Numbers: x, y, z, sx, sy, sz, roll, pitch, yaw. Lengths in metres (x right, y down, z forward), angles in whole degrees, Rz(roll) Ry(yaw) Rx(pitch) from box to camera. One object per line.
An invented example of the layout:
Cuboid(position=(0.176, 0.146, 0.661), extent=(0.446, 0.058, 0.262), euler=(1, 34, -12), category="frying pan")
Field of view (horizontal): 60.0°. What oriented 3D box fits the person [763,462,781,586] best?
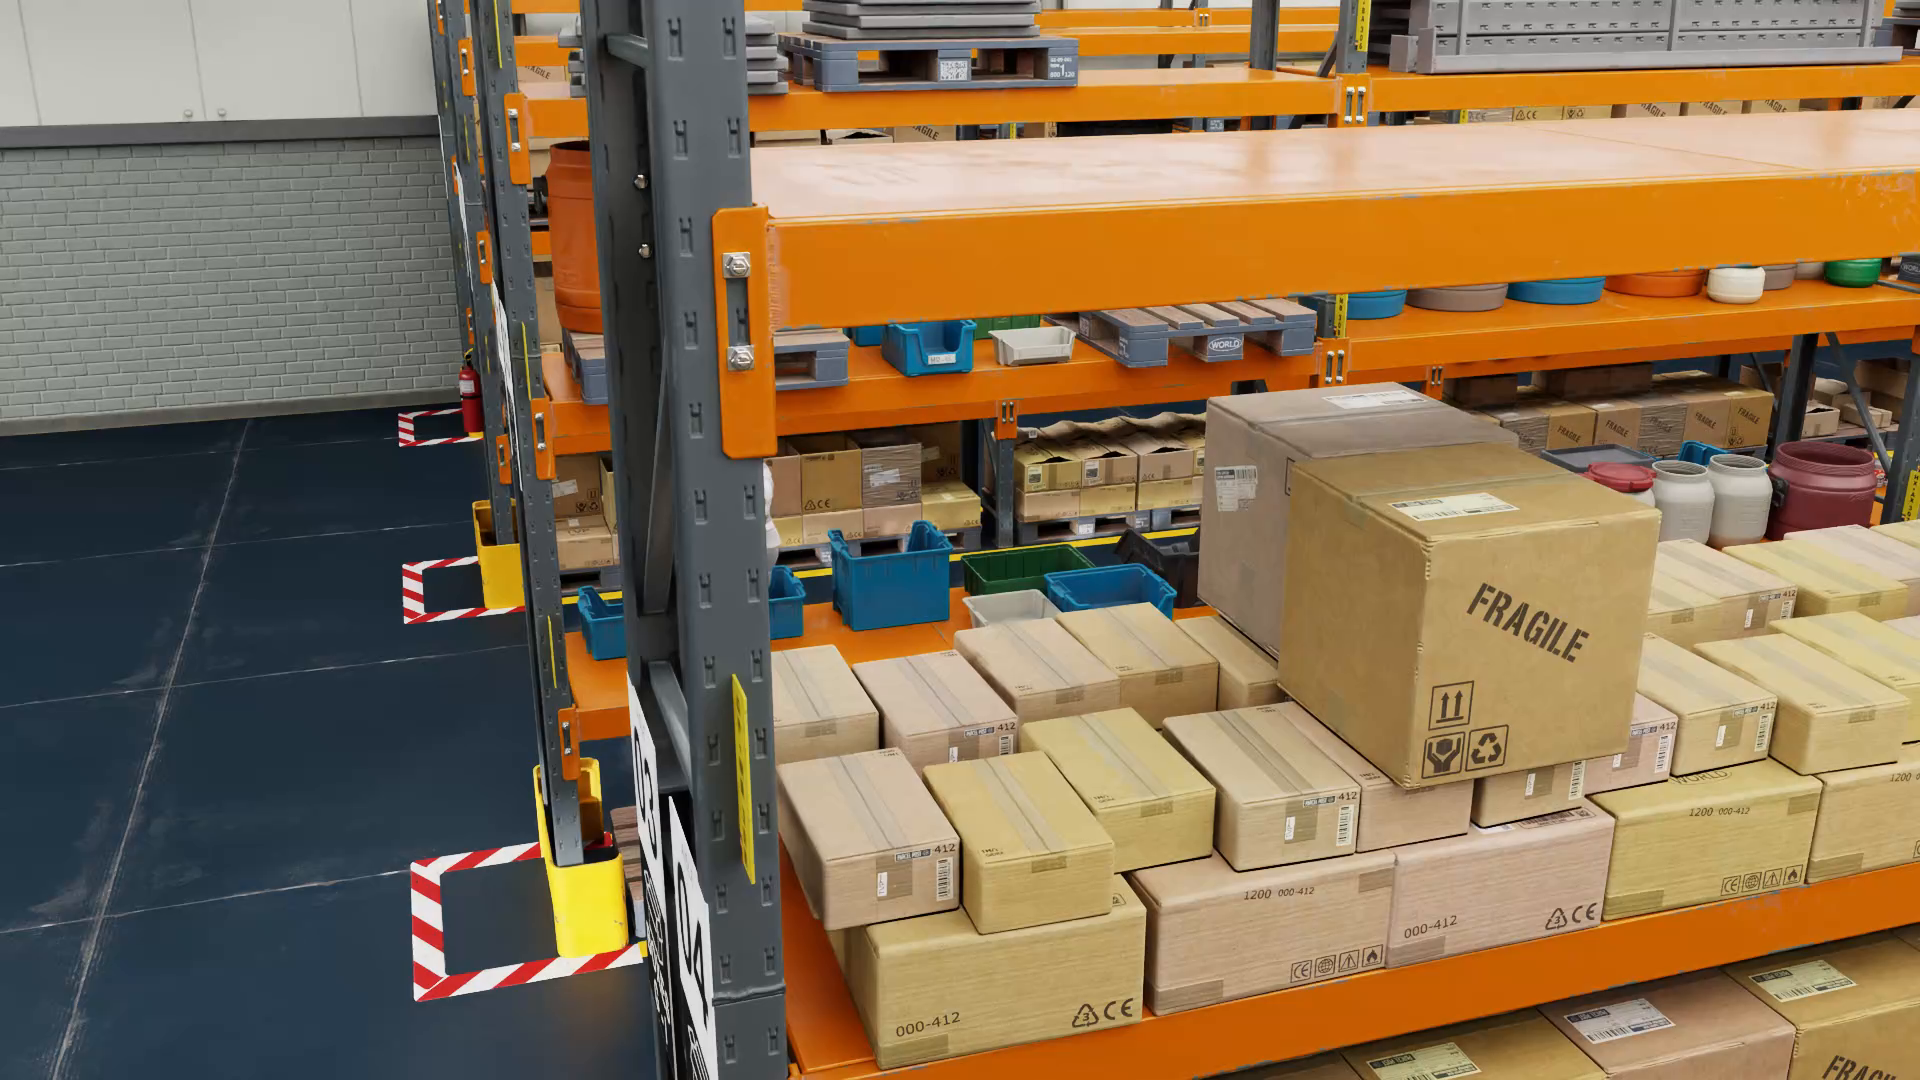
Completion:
Cuboid(position=(-1.426, 0.070, 11.392), extent=(0.390, 1.662, 0.471), euler=(-6, 20, -17), category="person")
